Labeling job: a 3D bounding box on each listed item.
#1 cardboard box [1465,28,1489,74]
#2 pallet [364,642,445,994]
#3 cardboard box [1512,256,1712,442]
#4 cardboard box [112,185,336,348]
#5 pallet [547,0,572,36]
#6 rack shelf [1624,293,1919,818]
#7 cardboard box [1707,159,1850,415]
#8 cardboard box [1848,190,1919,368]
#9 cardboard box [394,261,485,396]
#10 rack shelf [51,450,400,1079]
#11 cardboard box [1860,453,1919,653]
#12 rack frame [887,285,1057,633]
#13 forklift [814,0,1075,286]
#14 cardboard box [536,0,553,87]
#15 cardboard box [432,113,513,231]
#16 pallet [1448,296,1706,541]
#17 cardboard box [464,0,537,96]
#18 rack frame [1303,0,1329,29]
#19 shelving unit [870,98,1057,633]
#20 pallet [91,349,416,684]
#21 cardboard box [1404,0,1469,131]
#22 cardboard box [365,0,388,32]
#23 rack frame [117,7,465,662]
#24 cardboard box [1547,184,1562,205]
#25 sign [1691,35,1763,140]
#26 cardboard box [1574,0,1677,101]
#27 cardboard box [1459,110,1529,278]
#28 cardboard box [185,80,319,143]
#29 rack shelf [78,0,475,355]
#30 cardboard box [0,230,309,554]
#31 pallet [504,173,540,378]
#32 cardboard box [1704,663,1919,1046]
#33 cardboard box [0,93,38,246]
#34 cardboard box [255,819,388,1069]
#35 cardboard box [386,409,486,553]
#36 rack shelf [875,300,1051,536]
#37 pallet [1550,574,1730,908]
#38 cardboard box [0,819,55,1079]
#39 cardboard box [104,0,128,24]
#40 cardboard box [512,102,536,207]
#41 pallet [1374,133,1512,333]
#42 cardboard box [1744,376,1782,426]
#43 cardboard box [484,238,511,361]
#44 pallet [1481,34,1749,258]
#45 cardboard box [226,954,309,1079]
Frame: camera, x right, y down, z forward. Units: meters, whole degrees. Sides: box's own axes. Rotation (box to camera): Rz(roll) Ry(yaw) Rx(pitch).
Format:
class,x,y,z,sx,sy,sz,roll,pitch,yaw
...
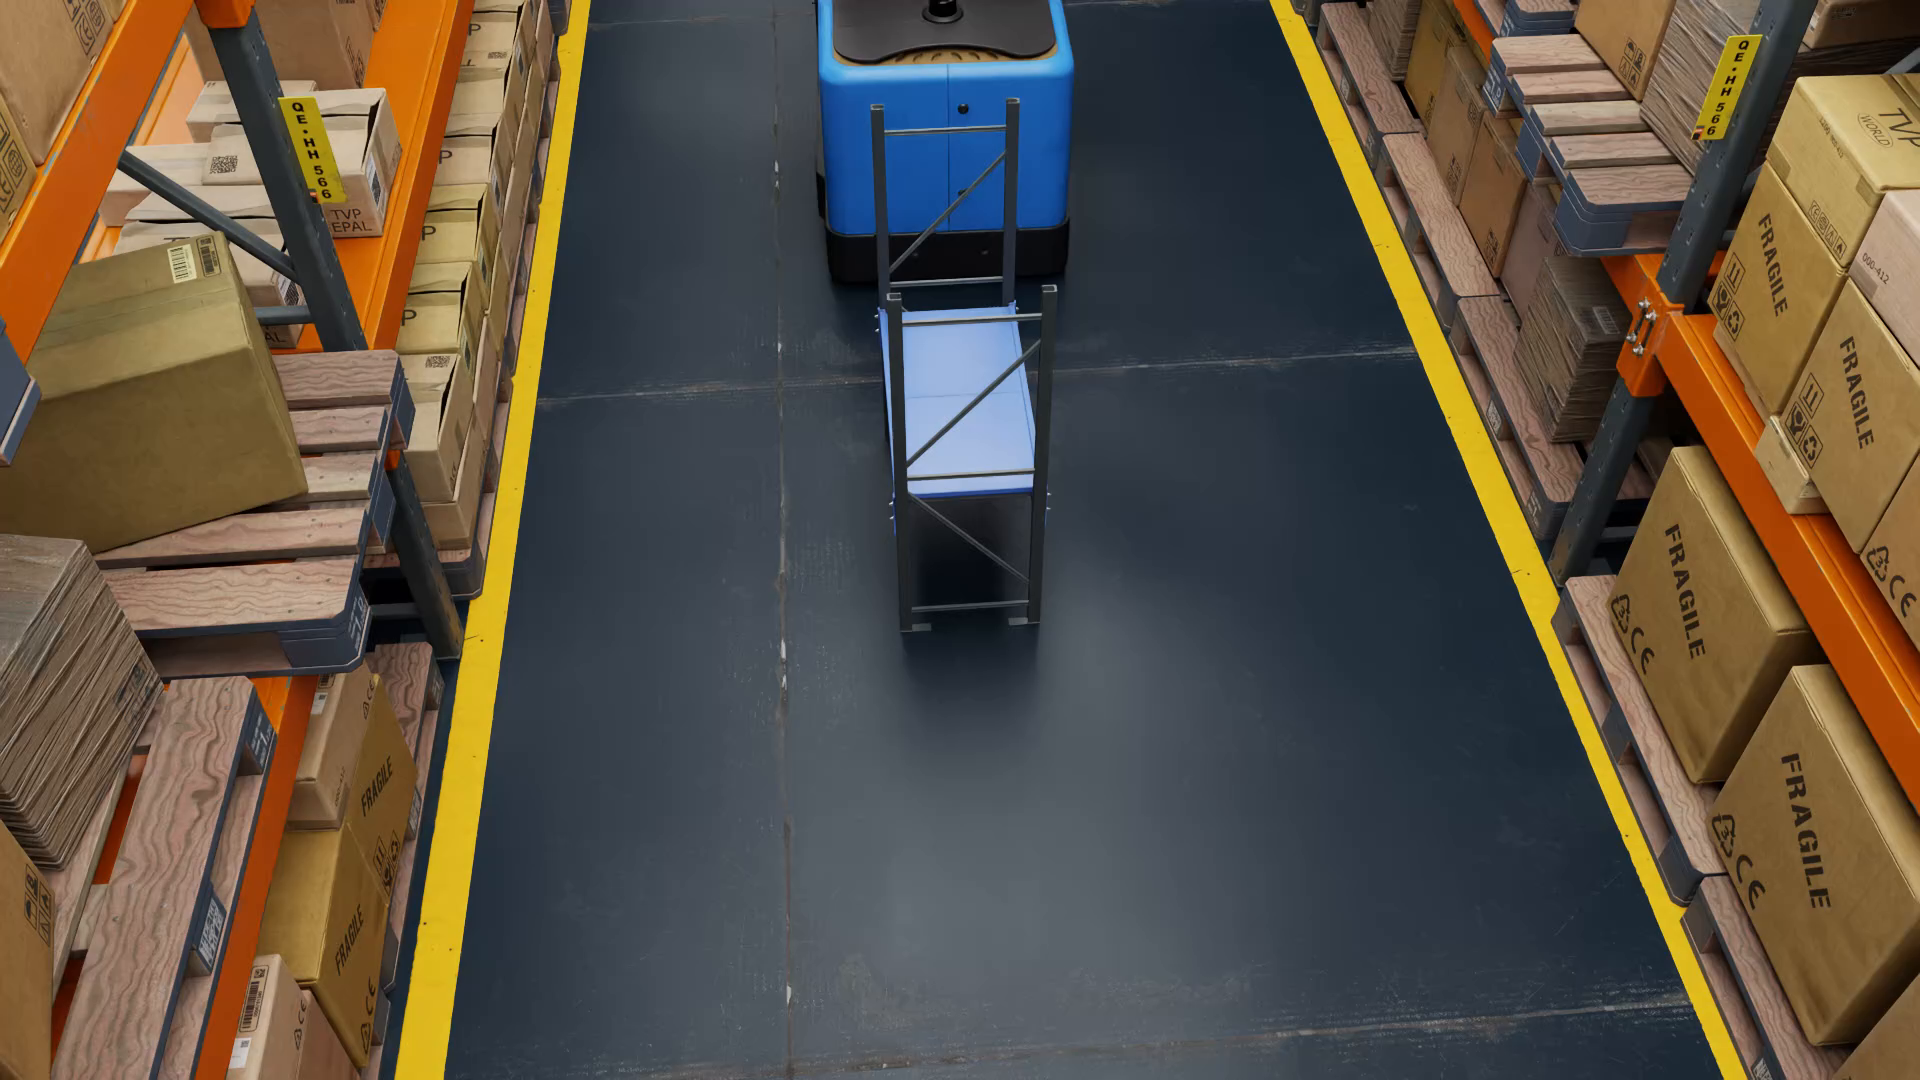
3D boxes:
class,x,y,z,sx,sy,sz,roll,pitch,yaw
cardboard box,2.507,-2.143,7.116,0.500,0.250,0.500,-5,47,-4
pallet,-2.235,0.880,5.272,1.003,0.211,1.213,-3,47,-3
cardboard box,2.564,-0.735,6.299,0.700,0.500,0.500,-3,47,-3
cardboard box,-2.247,-0.857,5.057,0.500,0.311,0.500,-1,47,-1
pallet,-2.620,-3.135,9.074,1.003,0.211,1.213,-3,47,-3
rack shelf,2.844,0.769,3.951,1.077,0.370,4.000,-3,47,-3
cardboard box,2.462,-0.702,4.562,0.500,0.500,0.500,-2,47,-2
cardboard box,2.503,-0.594,3.943,0.500,0.250,0.500,-4,47,-4
cardboard box,-2.063,-0.790,6.150,0.500,0.311,0.500,-5,47,-4
rack shelf,-2.092,1.073,3.664,1.077,0.370,4.000,-3,47,-3
cardboard box,2.537,0.036,3.862,0.500,0.500,0.500,-4,47,-3
rack frame,0.035,-0.210,5.416,0.500,1.500,0.032,-3,47,-3
forklift,-0.140,-3.175,7.239,1.130,2.935,3.031,-3,47,-3
cardboard box,-2.271,-2.432,8.092,0.500,0.250,0.500,-4,47,-4
cardboard box,-2.147,-1.531,6.852,0.500,0.311,0.500,-4,47,-4
pallet,2.612,-0.532,6.609,1.003,0.211,1.213,-3,47,-3
cardboard box,-2.225,-2.256,7.539,0.500,0.311,0.500,-2,47,-2
rack frame,2.341,-3.820,7.802,1.000,3.000,0.127,-3,47,-3
shelving unit,-0.007,-0.577,5.764,0.538,1.500,1.048,-3,47,-3
pallet,-2.133,-0.070,4.382,1.213,0.211,1.003,-3,47,-3
cardboard box,2.513,-2.209,7.695,0.700,0.500,0.500,-4,47,-4
cardboard box,-2.461,-2.250,6.246,0.500,0.500,0.500,-3,47,-3
rack frame,-2.260,-0.622,4.773,1.000,3.000,0.127,-3,47,-3
cardboard box,2.579,-1.409,6.421,0.500,0.250,0.500,-3,47,-3
sign,2.136,-1.257,4.631,0.100,0.325,0.005,-3,47,-3
cardboard box,2.553,-1.853,5.568,0.700,0.500,0.500,-7,47,-7
cardboard box,2.567,-1.473,6.997,0.700,0.500,0.500,-4,47,-4
cardboard box,-2.423,-1.455,5.735,0.380,0.149,0.250,0,47,0
rack shelf,-2.427,-1.821,6.405,1.077,0.370,4.000,-3,47,-3
cardboard box,-2.095,-0.352,4.159,0.700,0.500,0.500,-18,49,-16
pallet,-2.389,-1.142,7.186,1.003,0.211,1.213,-3,47,-3
cardboard box,2.674,0.843,4.577,0.750,0.750,0.750,-4,47,-3
cardboard box,-2.104,-0.629,2.645,0.910,0.500,0.500,-3,47,-3
cardboard box,-1.905,1.123,4.539,0.500,0.500,0.500,-5,47,-5
cardboard box,-2.011,-0.218,5.995,0.500,0.250,0.500,-4,47,-3
rack shelf,-0.007,-0.454,5.895,0.538,0.185,1.000,-3,47,-3
pallet,2.667,0.608,5.529,1.003,0.211,1.213,-3,47,-3
cardboard box,-2.134,0.819,3.050,0.700,0.500,0.500,-14,48,-13
cardboard box,-2.190,-1.374,3.351,0.910,0.500,0.500,-3,47,-3
cardboard box,-2.187,-1.696,7.395,0.500,0.250,0.500,-3,47,-2
pallet,2.513,-1.413,7.443,1.003,0.211,1.213,-3,47,-3
cardboard box,2.485,-0.411,4.733,0.380,0.149,0.250,-3,47,-3
cardboard box,-2.104,-0.957,6.695,0.500,0.250,0.500,-5,47,-4
pallet,2.510,-1.369,5.613,1.213,0.211,1.003,-3,47,-3
cardboard box,-1.849,1.271,3.882,0.500,0.250,0.500,-4,47,-4
